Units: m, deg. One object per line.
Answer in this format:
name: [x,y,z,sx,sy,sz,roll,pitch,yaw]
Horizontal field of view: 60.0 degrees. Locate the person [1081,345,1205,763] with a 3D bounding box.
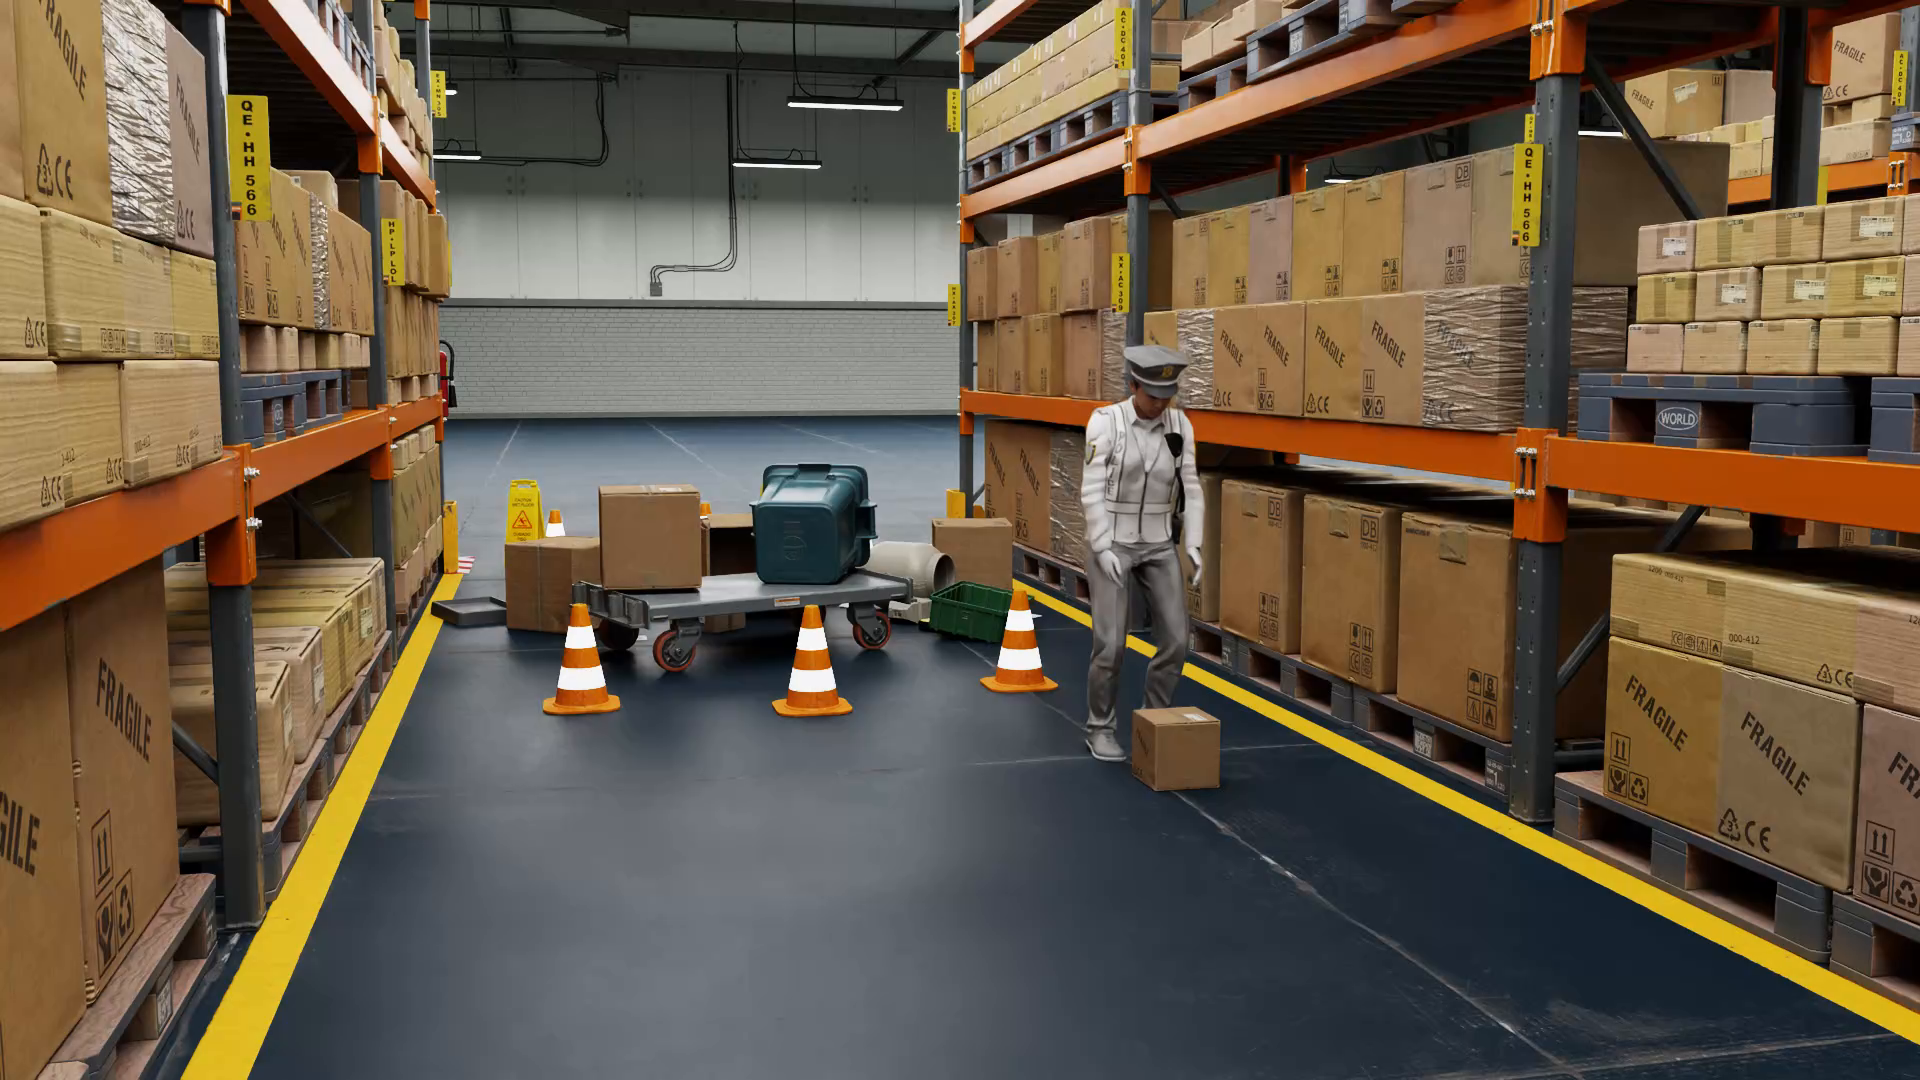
person: [0.717,0.050,6.506,0.504,1.616,0.465,-1,6,-13]
